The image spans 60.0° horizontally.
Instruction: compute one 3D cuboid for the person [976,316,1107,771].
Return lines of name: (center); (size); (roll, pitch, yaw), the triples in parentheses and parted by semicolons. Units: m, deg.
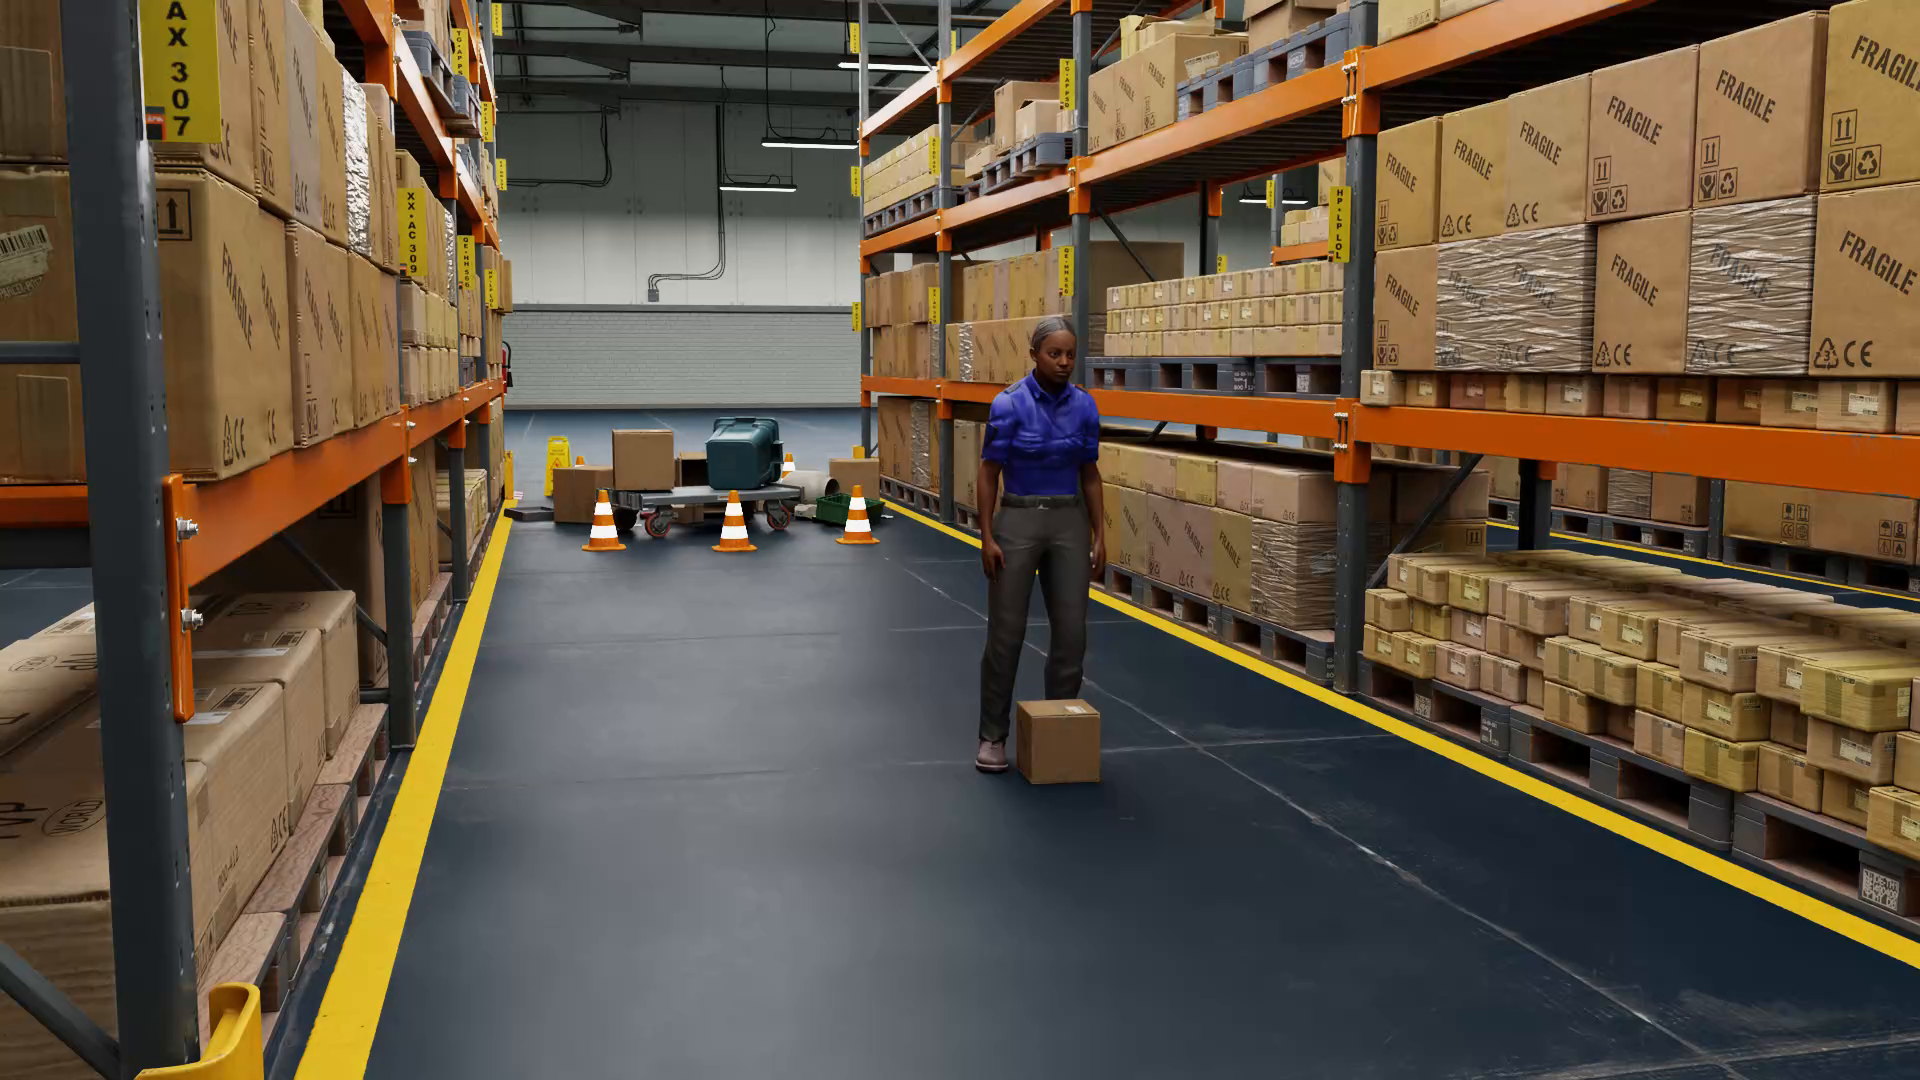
person: (0.300, 0.007, 6.137); (0.532, 1.655, 0.399); (-2, 7, -17)
